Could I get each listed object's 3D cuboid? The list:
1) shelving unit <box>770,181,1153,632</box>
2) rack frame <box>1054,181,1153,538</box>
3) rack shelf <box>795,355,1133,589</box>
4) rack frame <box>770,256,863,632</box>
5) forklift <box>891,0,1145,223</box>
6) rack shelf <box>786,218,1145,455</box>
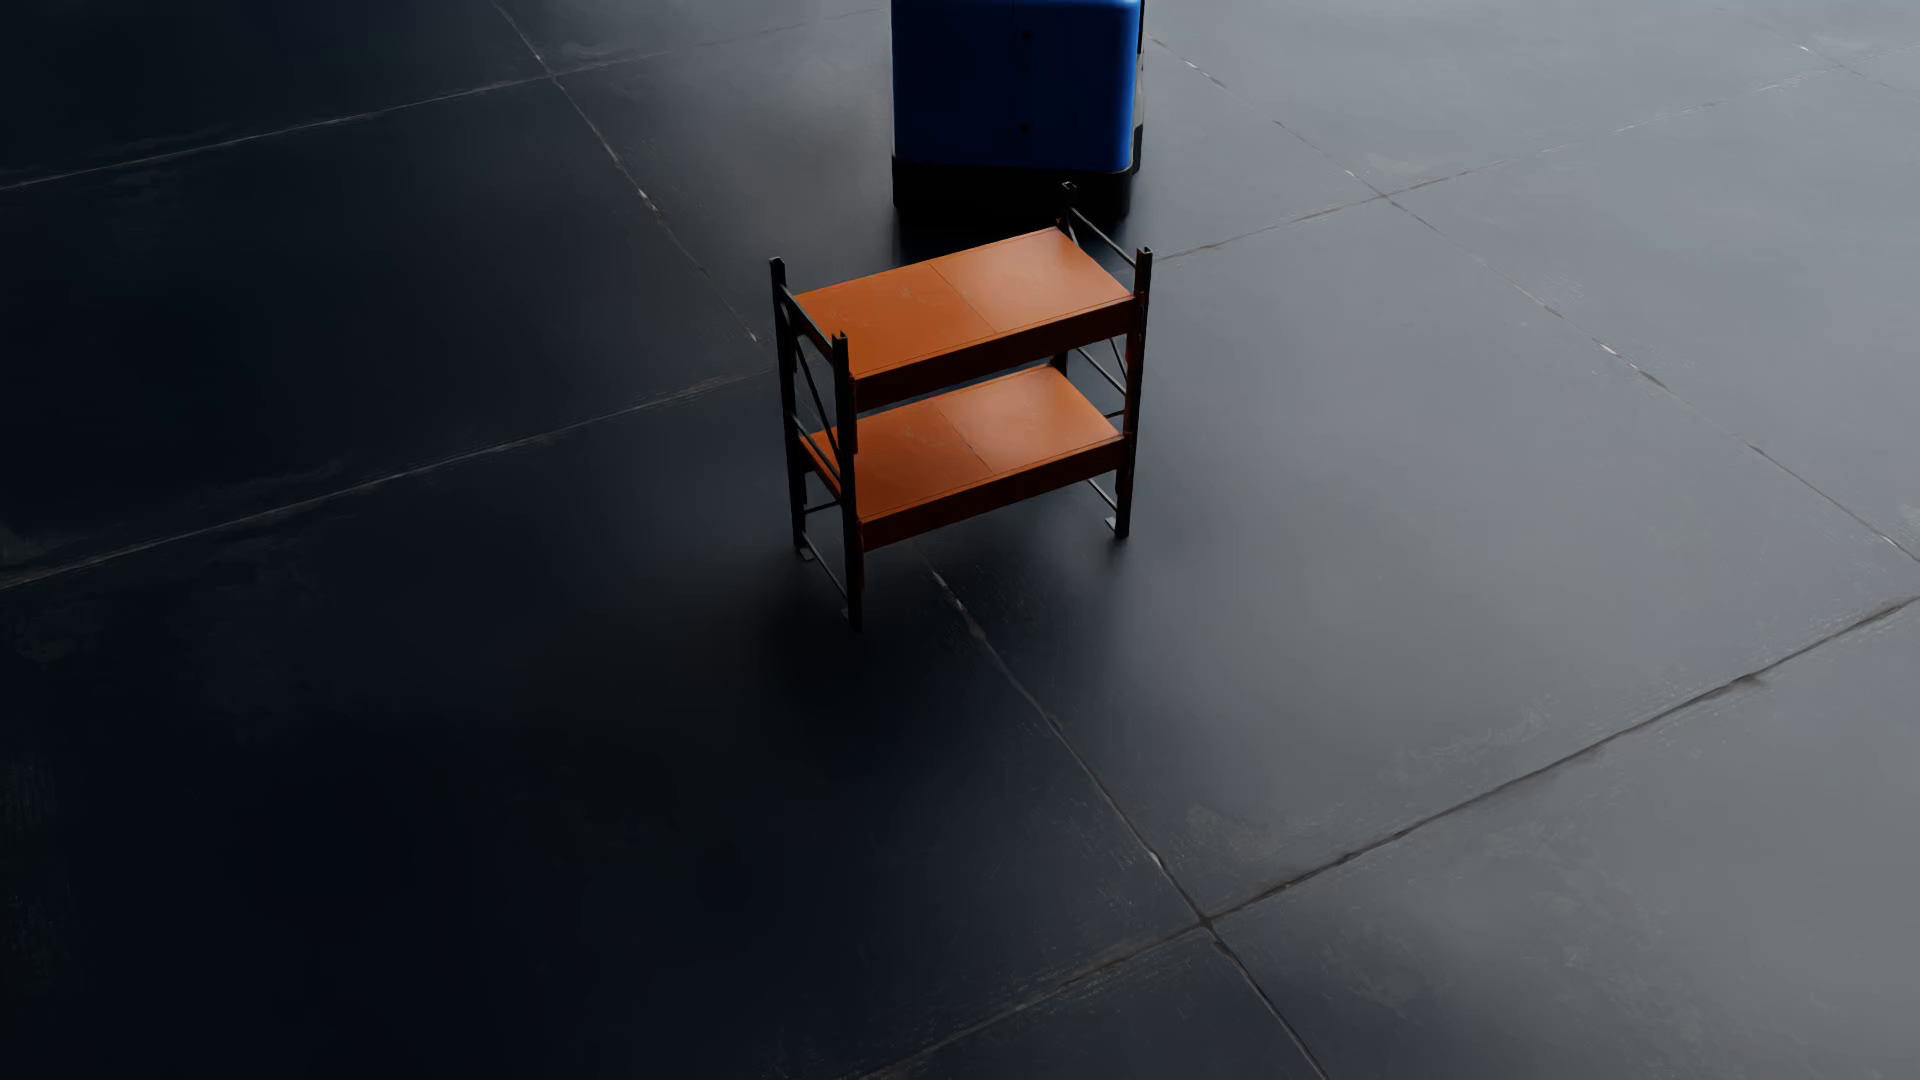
[{"bbox_3d":[0.006,-0.431,5.389,1.048,1.125,0.538,-19,44,-21],"label":"shelving unit"},{"bbox_3d":[0.457,-0.583,5.568,0.032,1.125,0.500,-19,44,-21],"label":"rack frame"},{"bbox_3d":[0.006,-0.245,5.547,1.000,0.278,0.538,-19,44,-21],"label":"rack shelf"},{"bbox_3d":[-0.445,-0.280,5.210,0.032,1.125,0.500,-19,44,-21],"label":"rack frame"},{"bbox_3d":[0.366,-3.452,7.560,1.130,2.935,3.031,4,40,4],"label":"forklift"},{"bbox_3d":[0.006,-0.655,5.200,1.000,0.278,0.538,-19,44,-21],"label":"rack shelf"}]
